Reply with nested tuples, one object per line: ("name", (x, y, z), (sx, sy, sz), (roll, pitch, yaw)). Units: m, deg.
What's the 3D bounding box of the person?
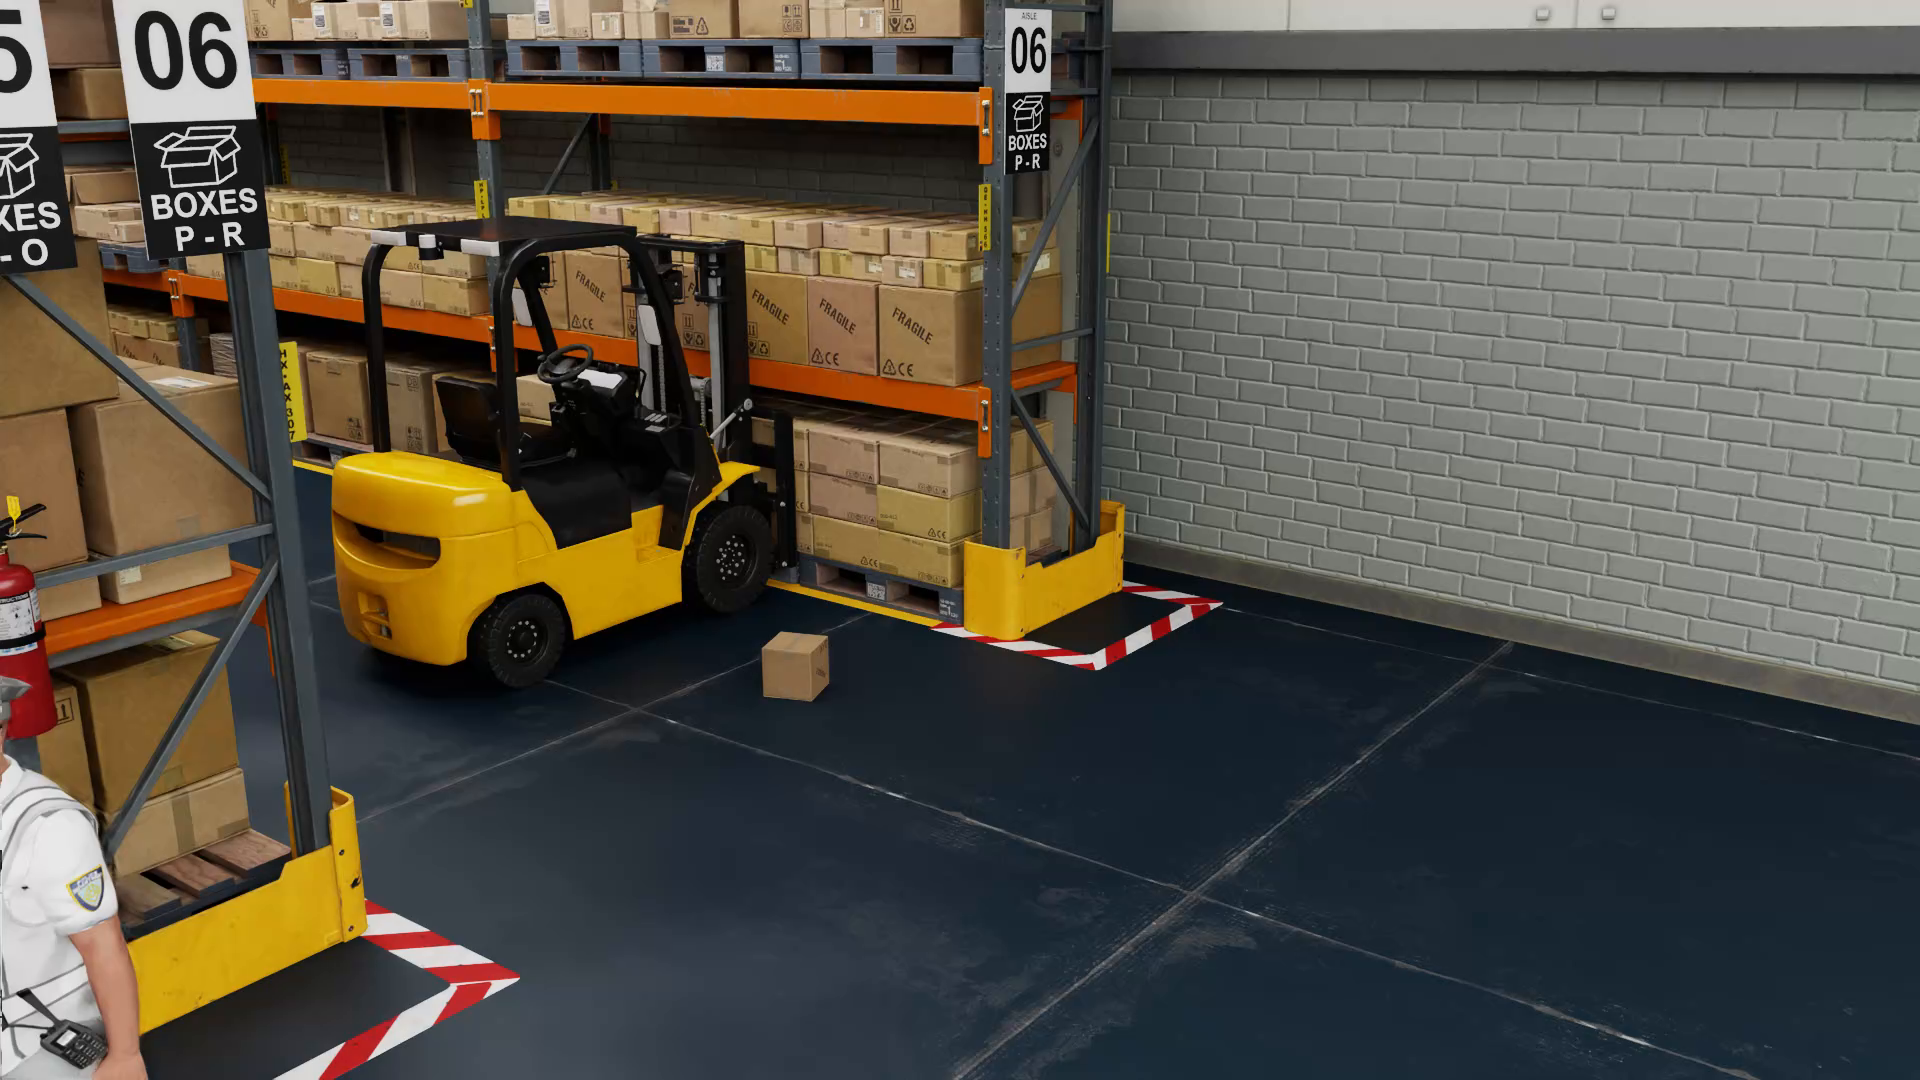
("person", (-2.084, 1.123, 3.672), (0.542, 1.803, 0.489), (9, 19, 29))
